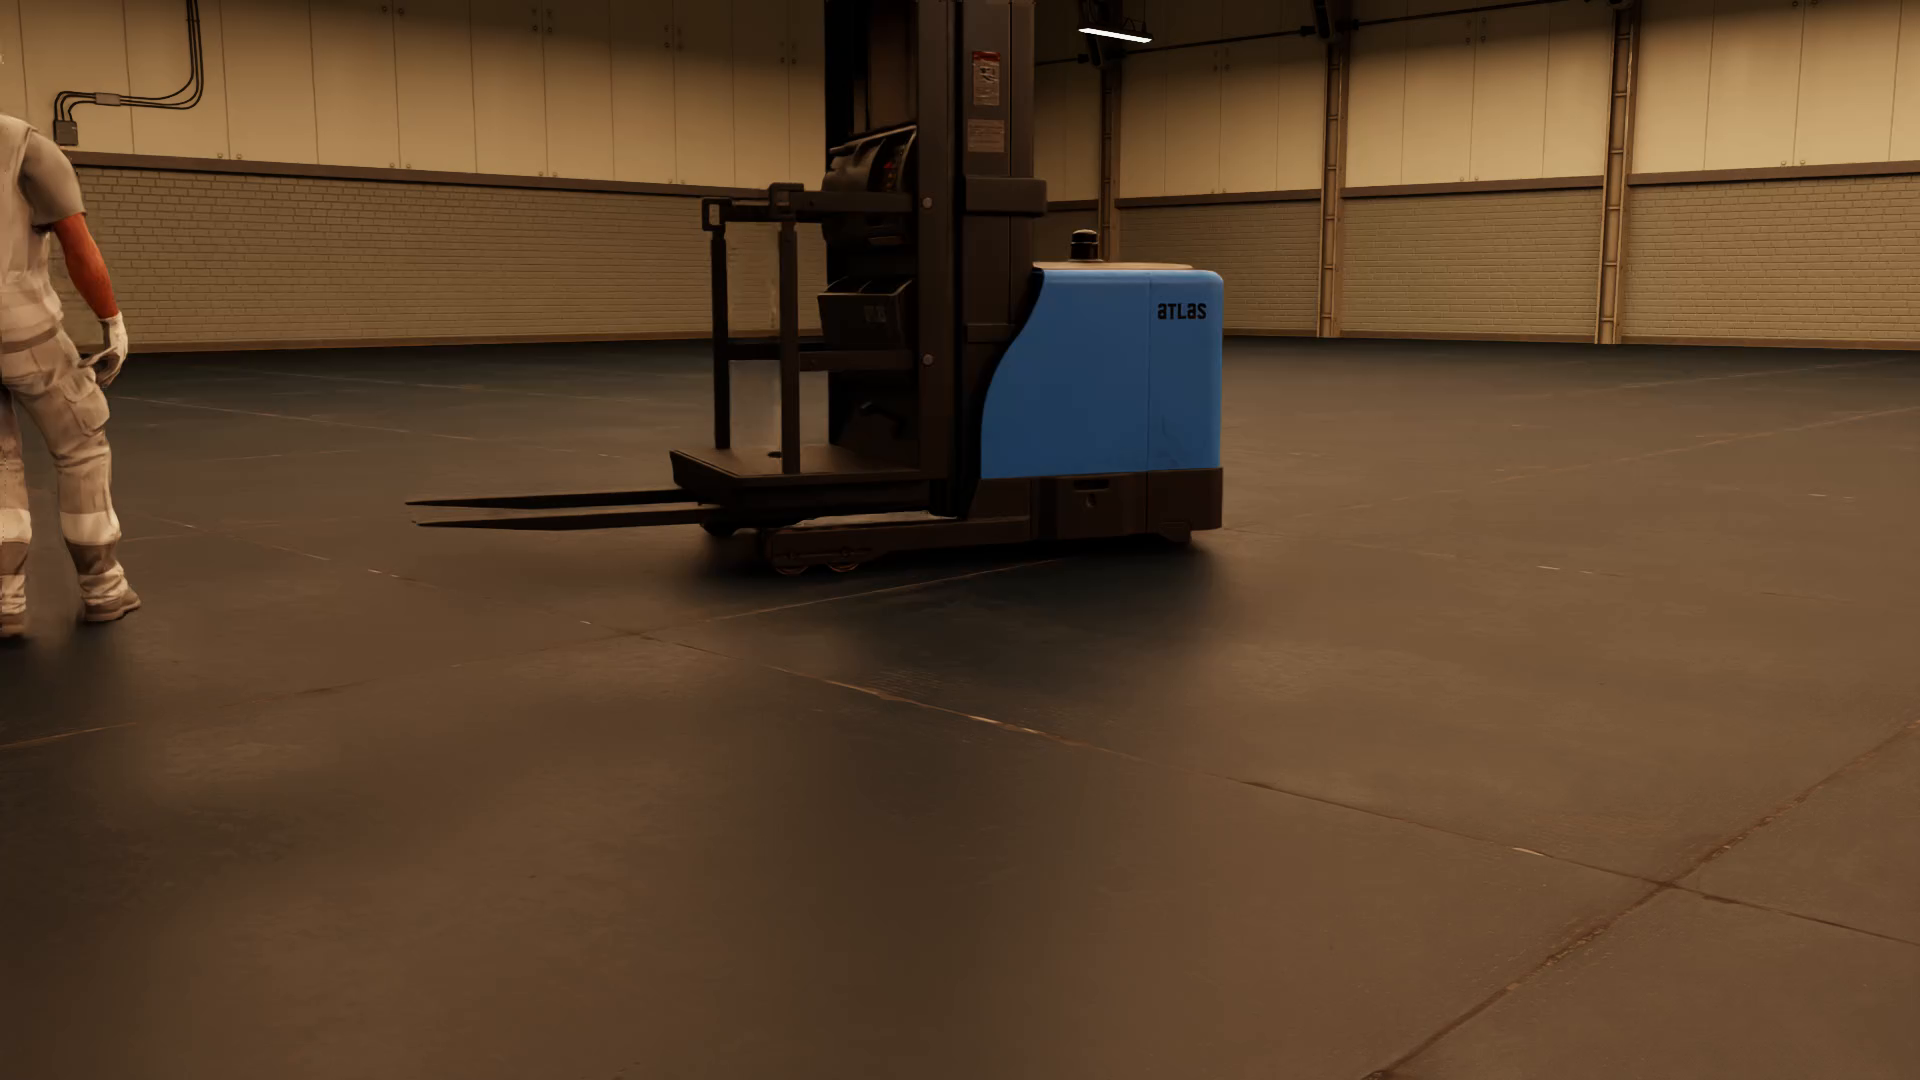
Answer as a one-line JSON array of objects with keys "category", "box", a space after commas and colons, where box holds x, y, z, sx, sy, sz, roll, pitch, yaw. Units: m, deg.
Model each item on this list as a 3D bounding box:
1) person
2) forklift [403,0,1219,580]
[{"category": "person", "box": [-2.747, -0.584, 4.943, 0.816, 1.691, 0.615, 0, 9, 0]}, {"category": "forklift", "box": [-0.499, -1.400, 6.172, 3.031, 2.935, 1.130, -5, 10, -29]}]
